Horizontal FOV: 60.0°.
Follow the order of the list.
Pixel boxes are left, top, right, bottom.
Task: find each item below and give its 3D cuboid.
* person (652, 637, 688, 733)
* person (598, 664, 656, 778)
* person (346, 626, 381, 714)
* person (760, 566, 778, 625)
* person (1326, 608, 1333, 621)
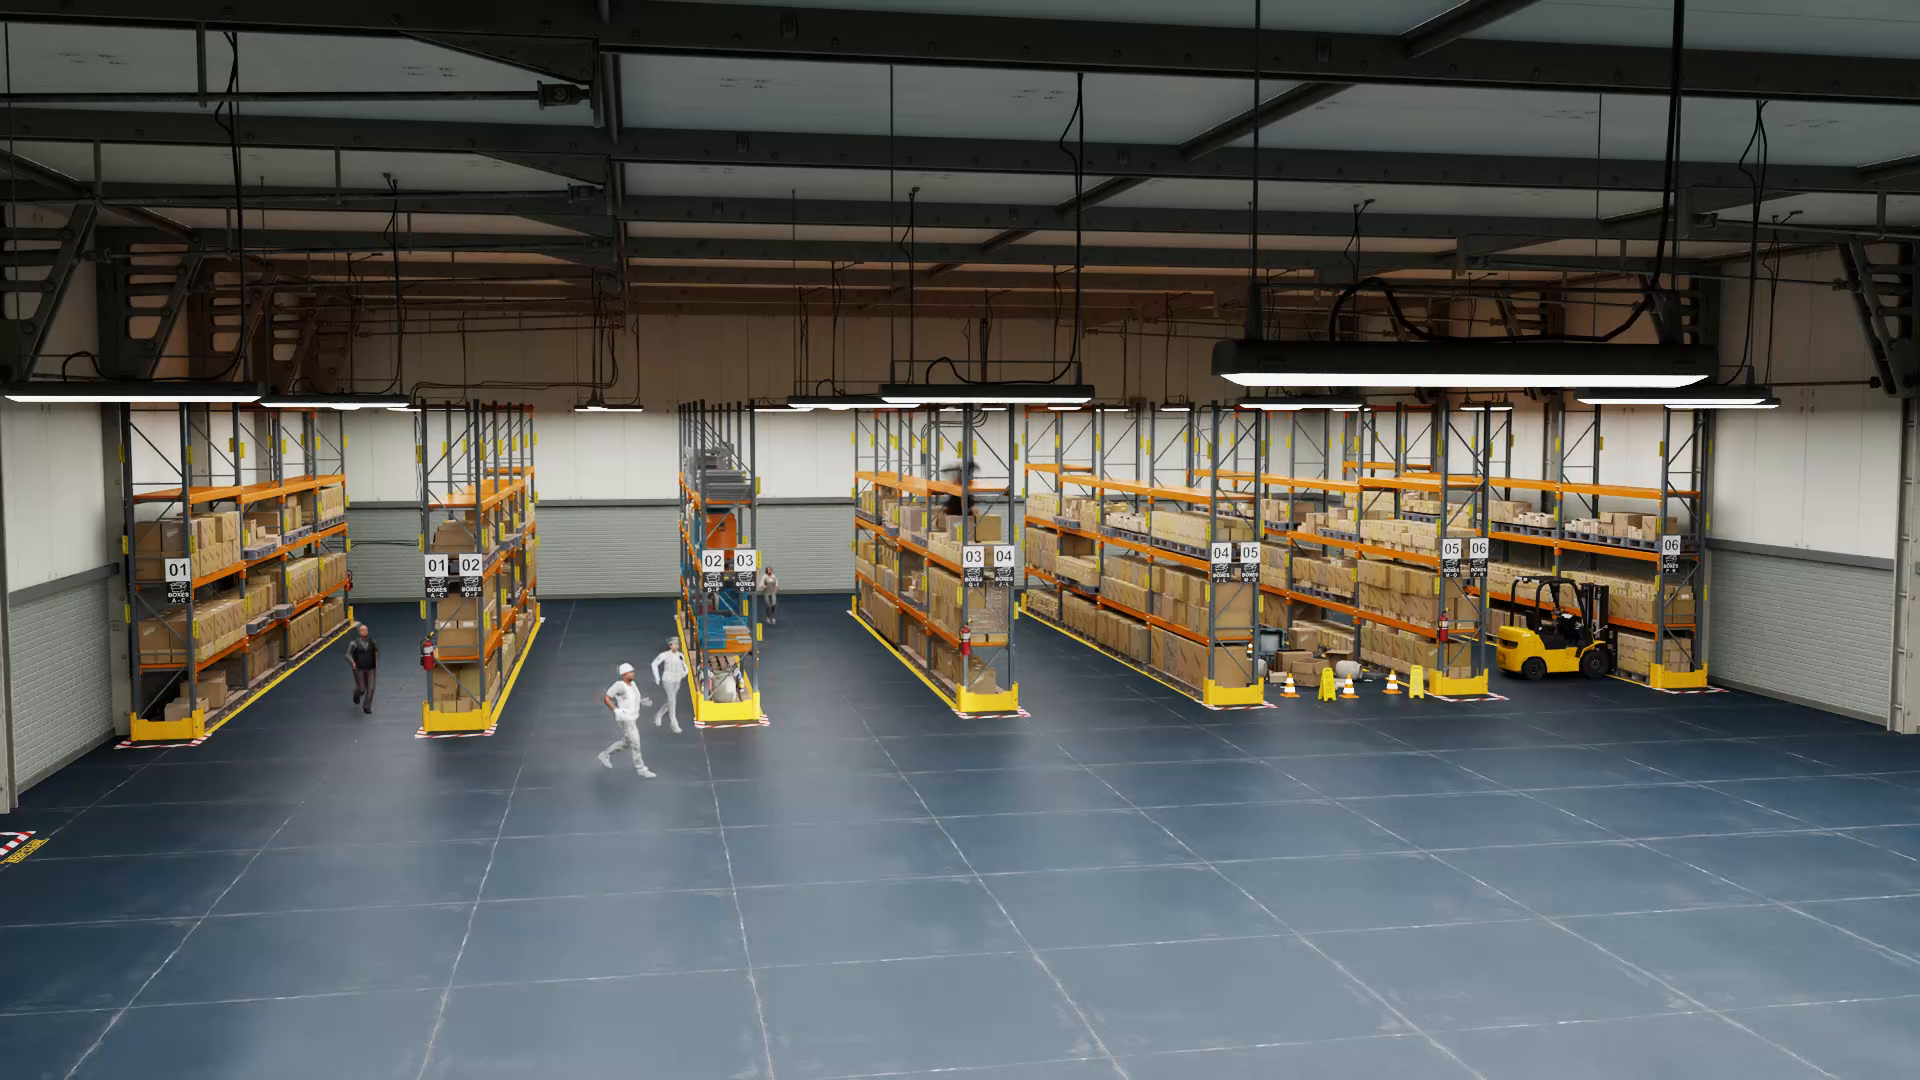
[{"bbox_3d":[-5.200,2.601,30.205,0.629,1.685,0.840,-4,6,-43],"label":"person"},{"bbox_3d":[-5.271,2.841,26.260,0.989,1.791,0.682,1,4,8],"label":"person"},{"bbox_3d":[-11.434,2.479,31.922,0.659,1.681,0.678,-3,5,-34],"label":"person"},{"bbox_3d":[-5.192,1.513,45.293,0.524,1.613,0.675,-1,4,-14],"label":"person"},{"bbox_3d":[9.881,1.468,44.743,0.628,1.782,0.706,-2,5,-20],"label":"person"}]
